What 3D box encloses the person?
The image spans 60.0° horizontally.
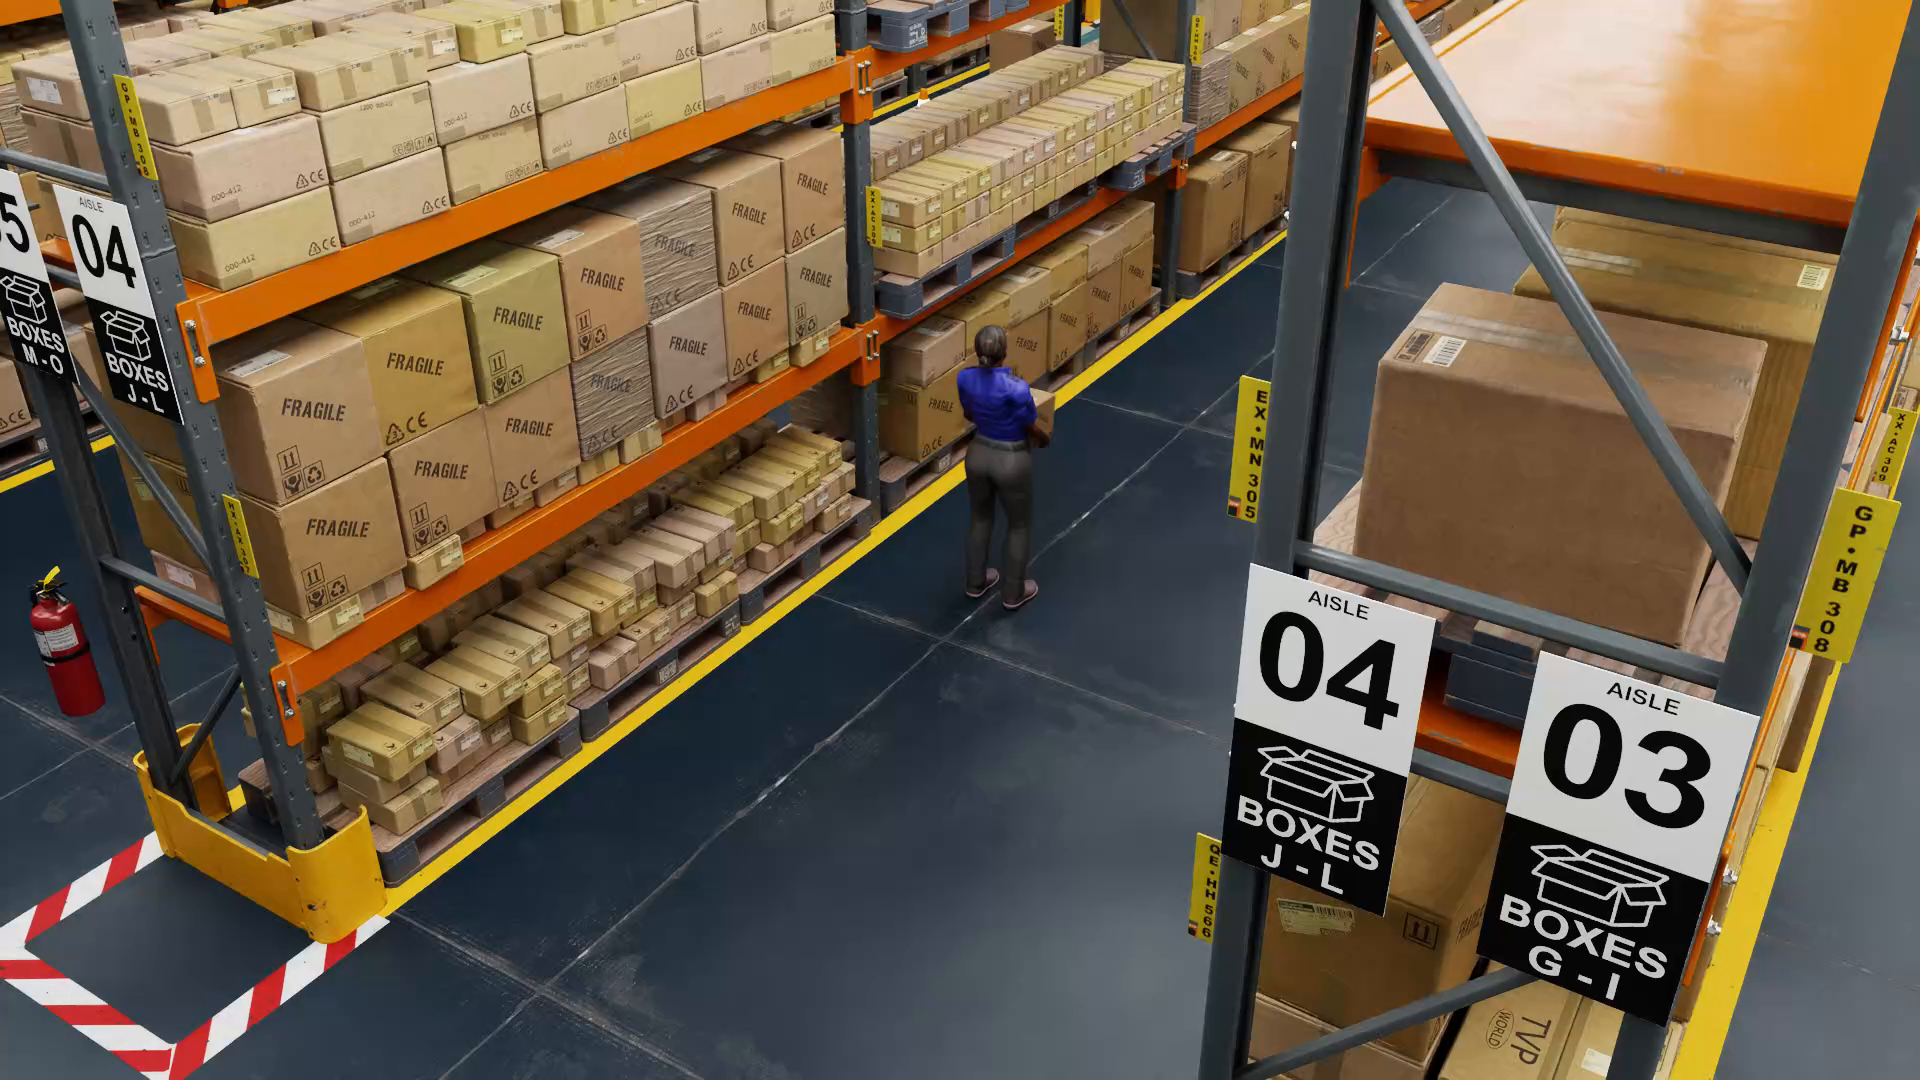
[{"bbox_3d":[0.247,-0.434,8.926,0.449,1.646,0.519,16,34,25],"label":"person"}]
